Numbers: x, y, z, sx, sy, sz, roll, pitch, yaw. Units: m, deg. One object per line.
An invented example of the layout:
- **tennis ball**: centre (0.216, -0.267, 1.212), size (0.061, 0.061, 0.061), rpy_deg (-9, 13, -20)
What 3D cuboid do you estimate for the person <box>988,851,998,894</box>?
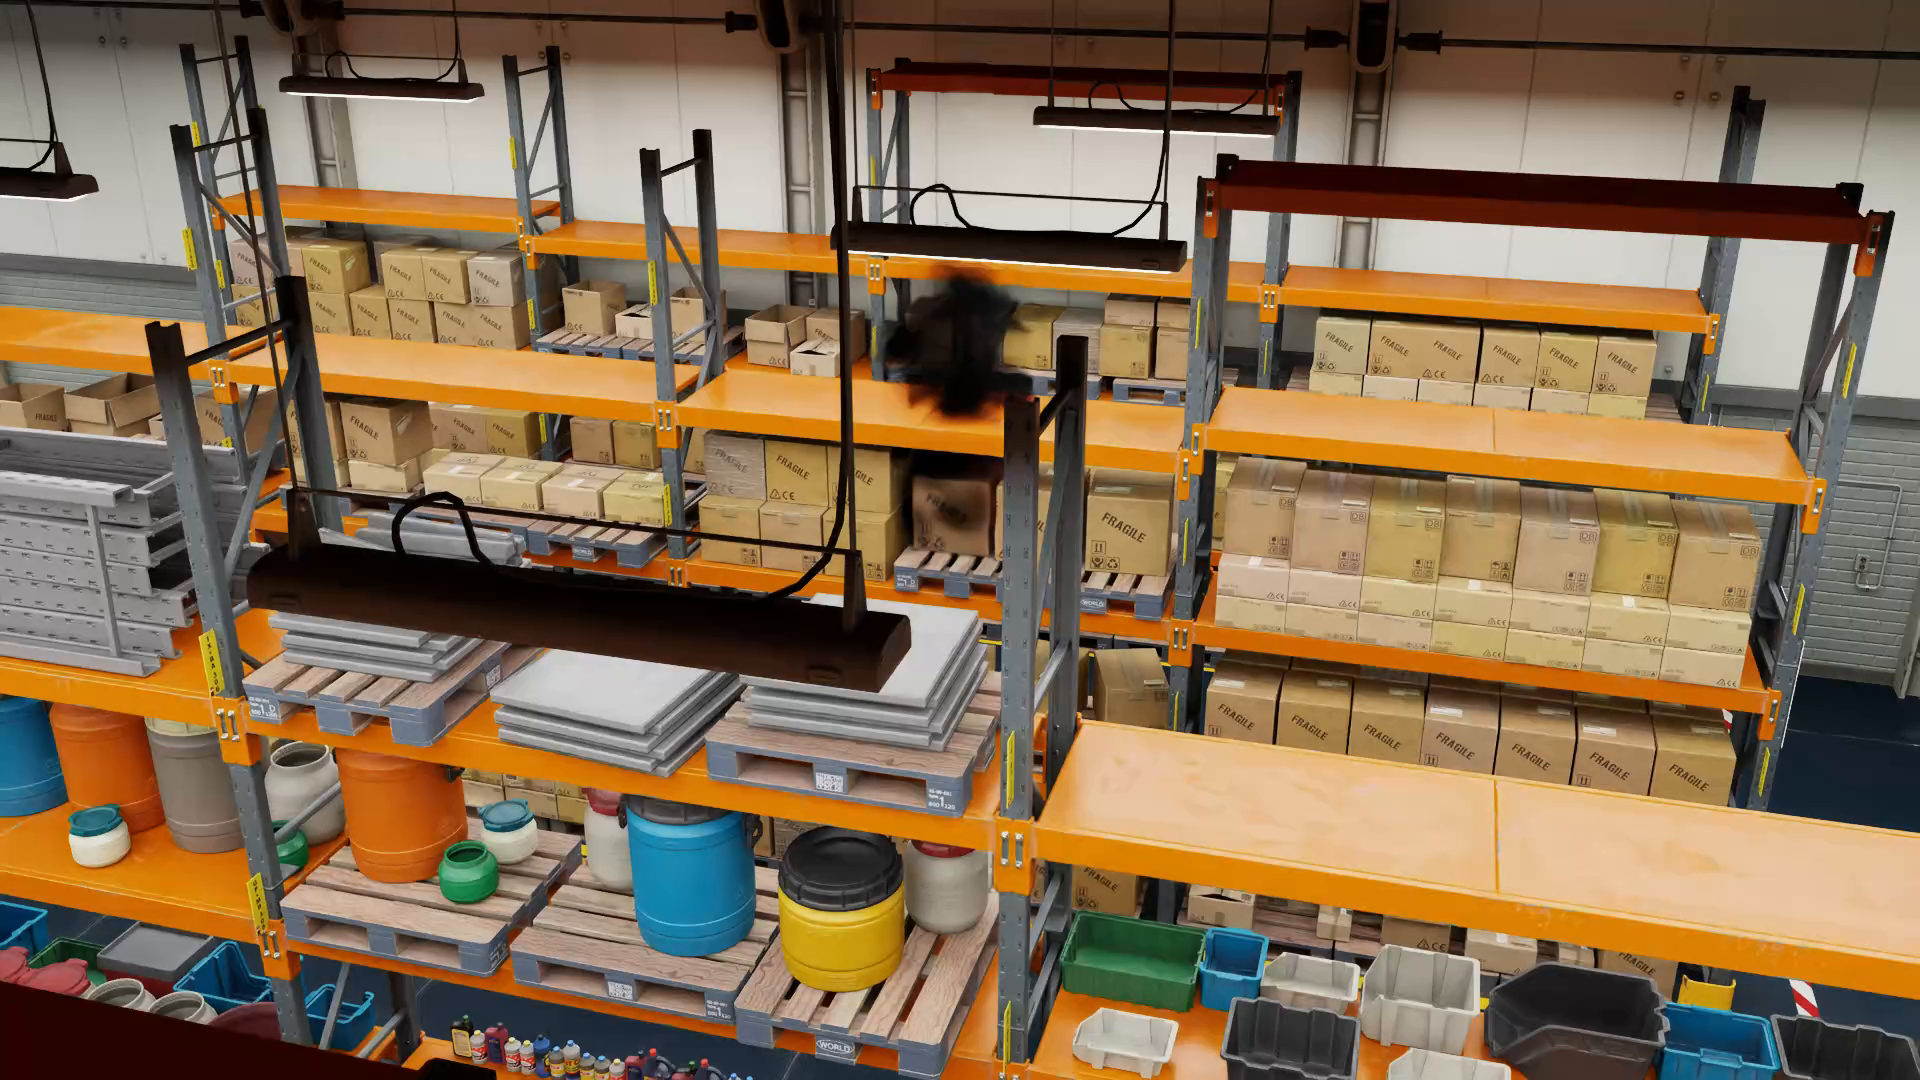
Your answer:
- **person**: centre (0.041, 2.654, 11.540), size (0.618, 1.646, 0.632), rpy_deg (7, 24, 17)
